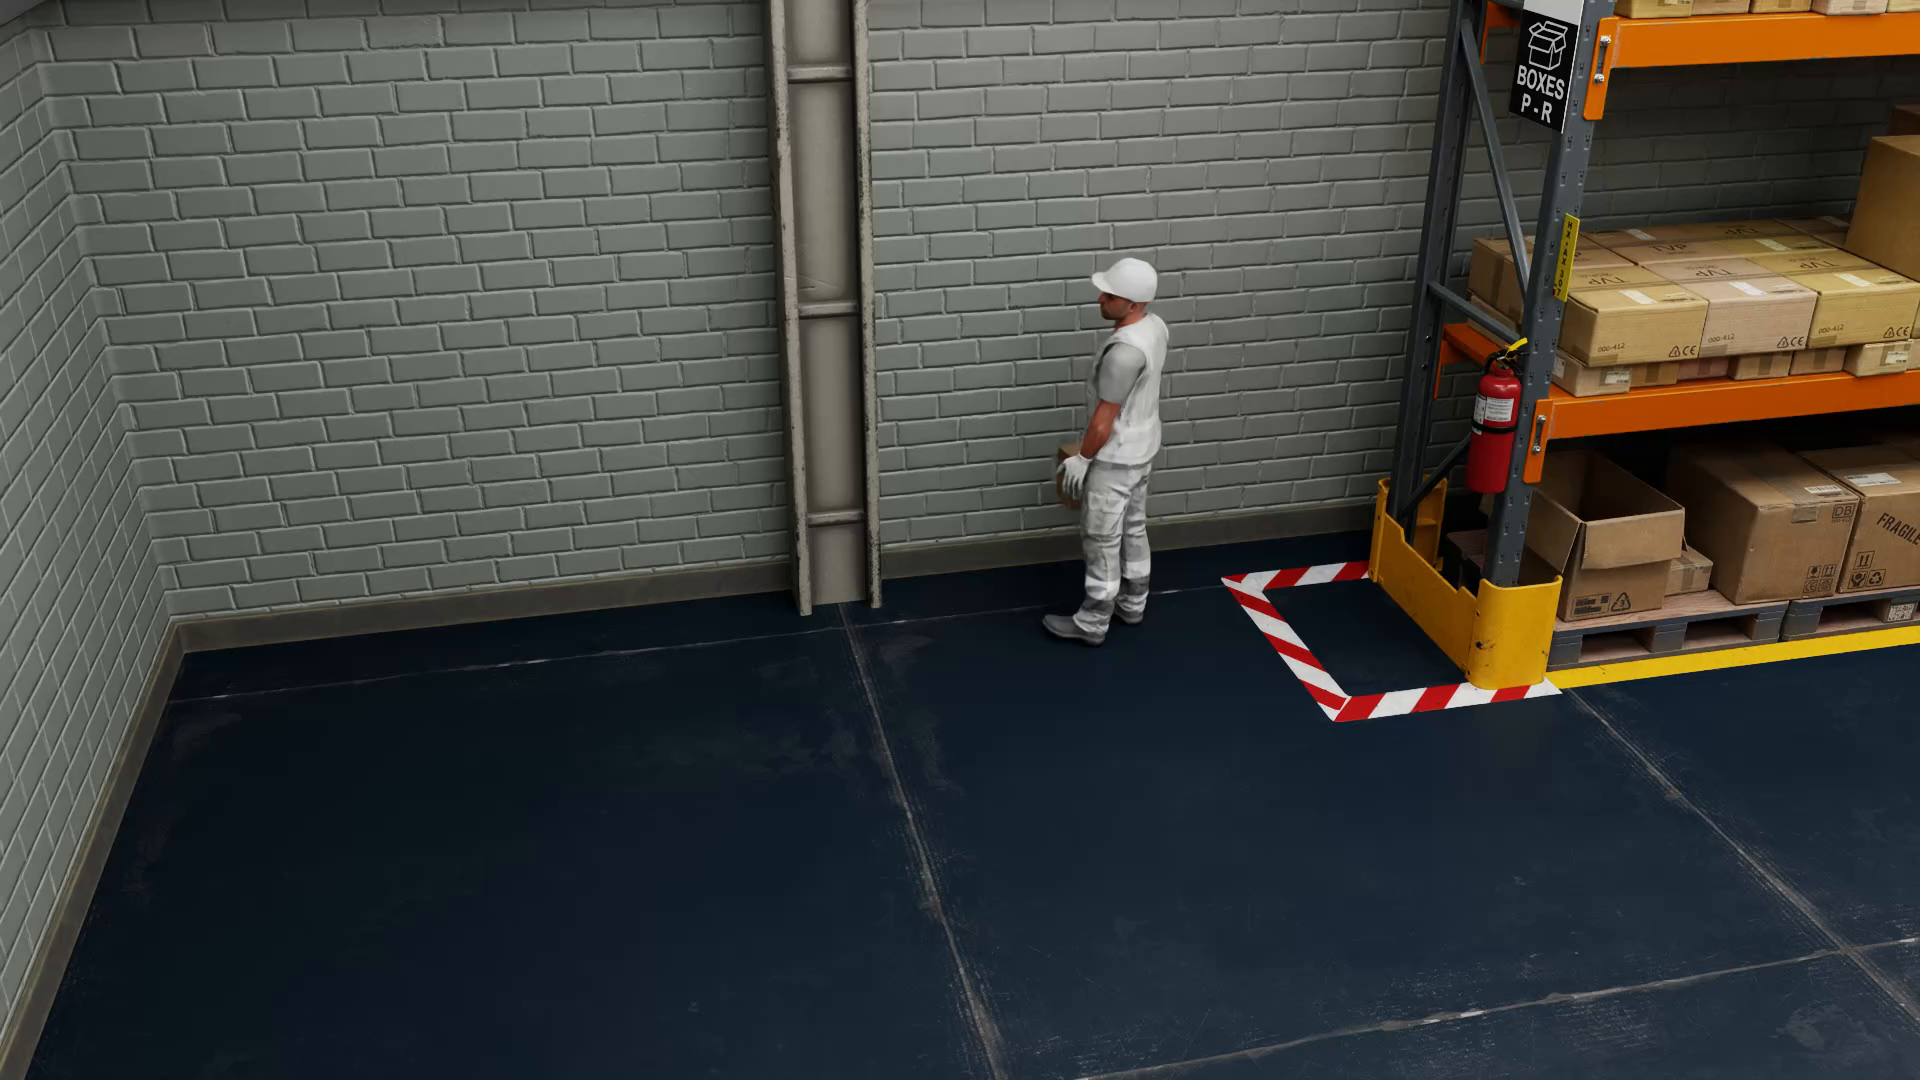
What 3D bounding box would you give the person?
[{"bbox_3d":[0.645,-0.372,7.333,0.470,1.749,0.565,10,28,20],"label":"person"}]
